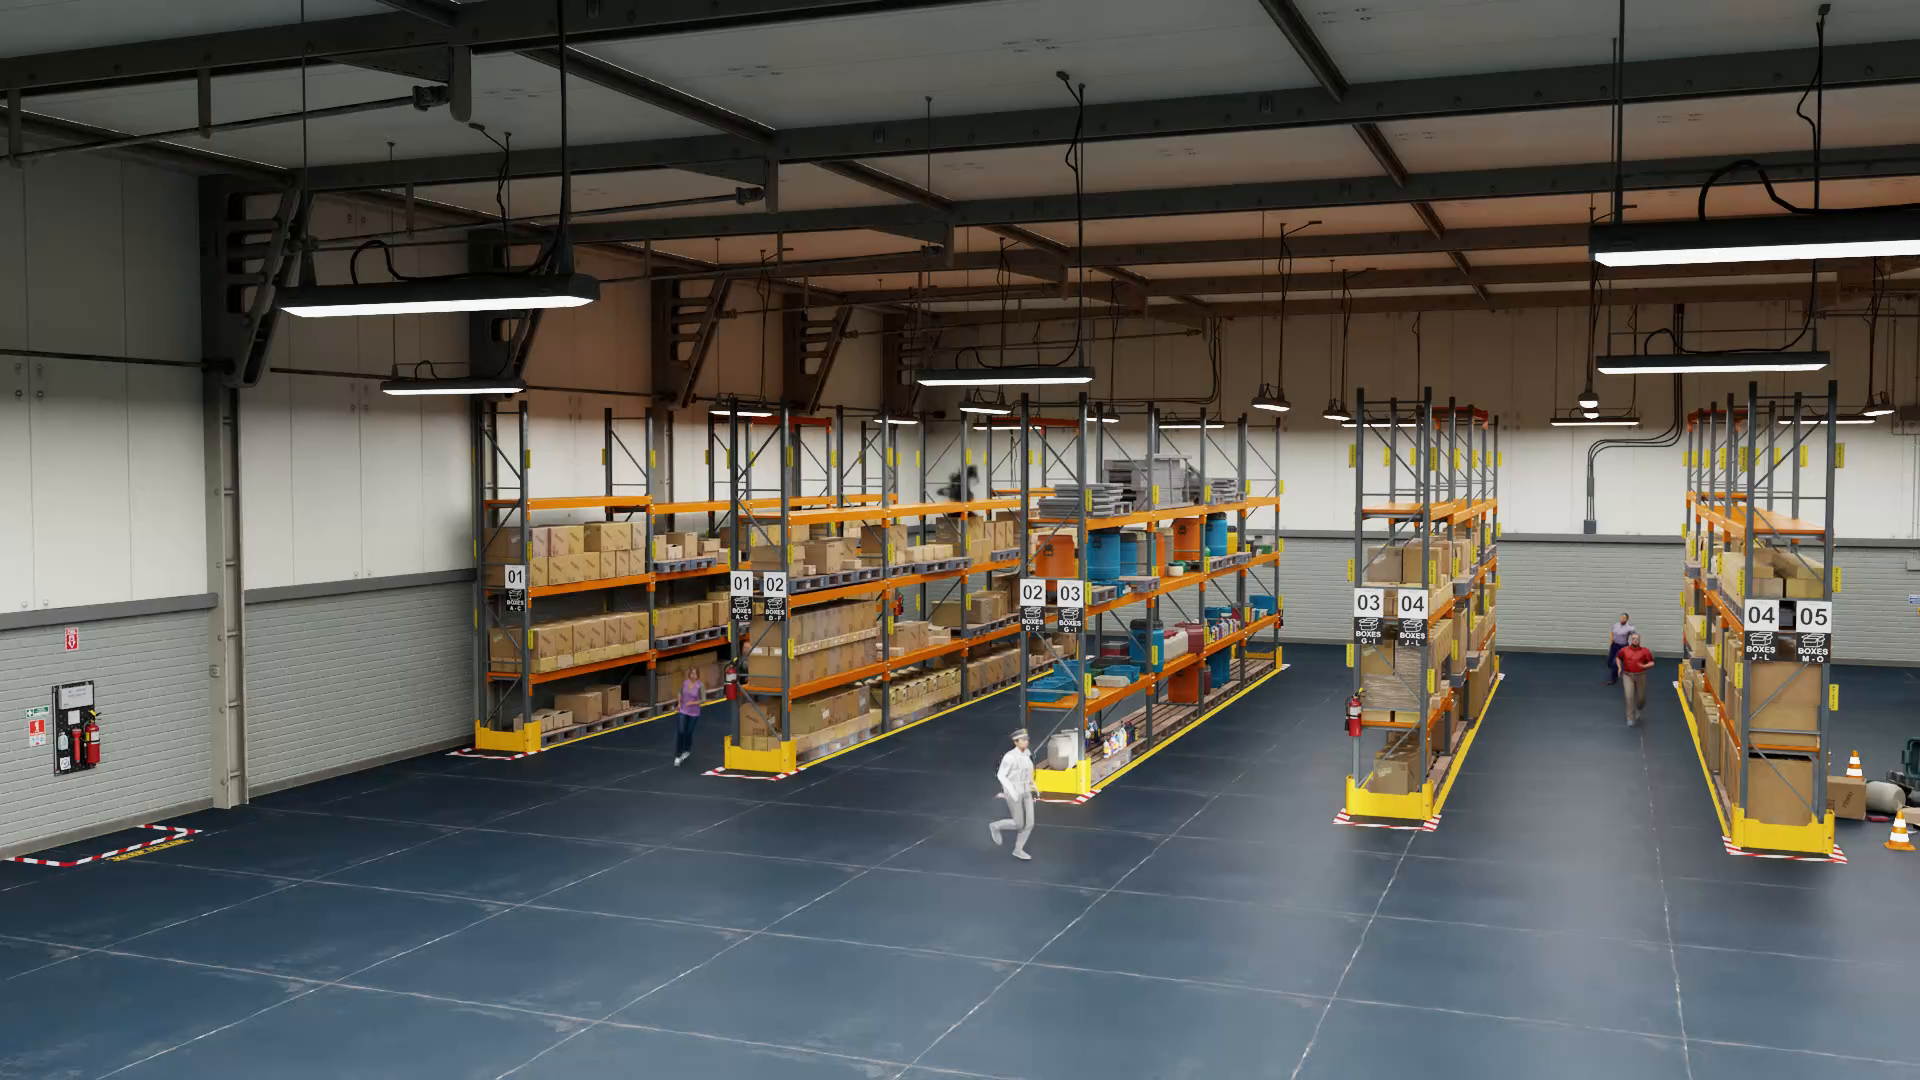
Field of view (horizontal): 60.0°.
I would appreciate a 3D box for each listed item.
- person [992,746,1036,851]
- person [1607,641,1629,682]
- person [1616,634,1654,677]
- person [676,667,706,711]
[{"bbox_3d":[0.697,3.254,20.927,0.610,1.337,0.528,-3,4,-45],"label":"person"},{"bbox_3d":[14.642,2.679,36.973,0.527,0.947,0.488,-2,4,-42],"label":"person"},{"bbox_3d":[12.685,2.180,31.250,0.673,0.825,0.591,1,3,22],"label":"person"},{"bbox_3d":[-4.411,2.472,27.270,0.507,0.777,0.534,0,3,-2],"label":"person"}]
